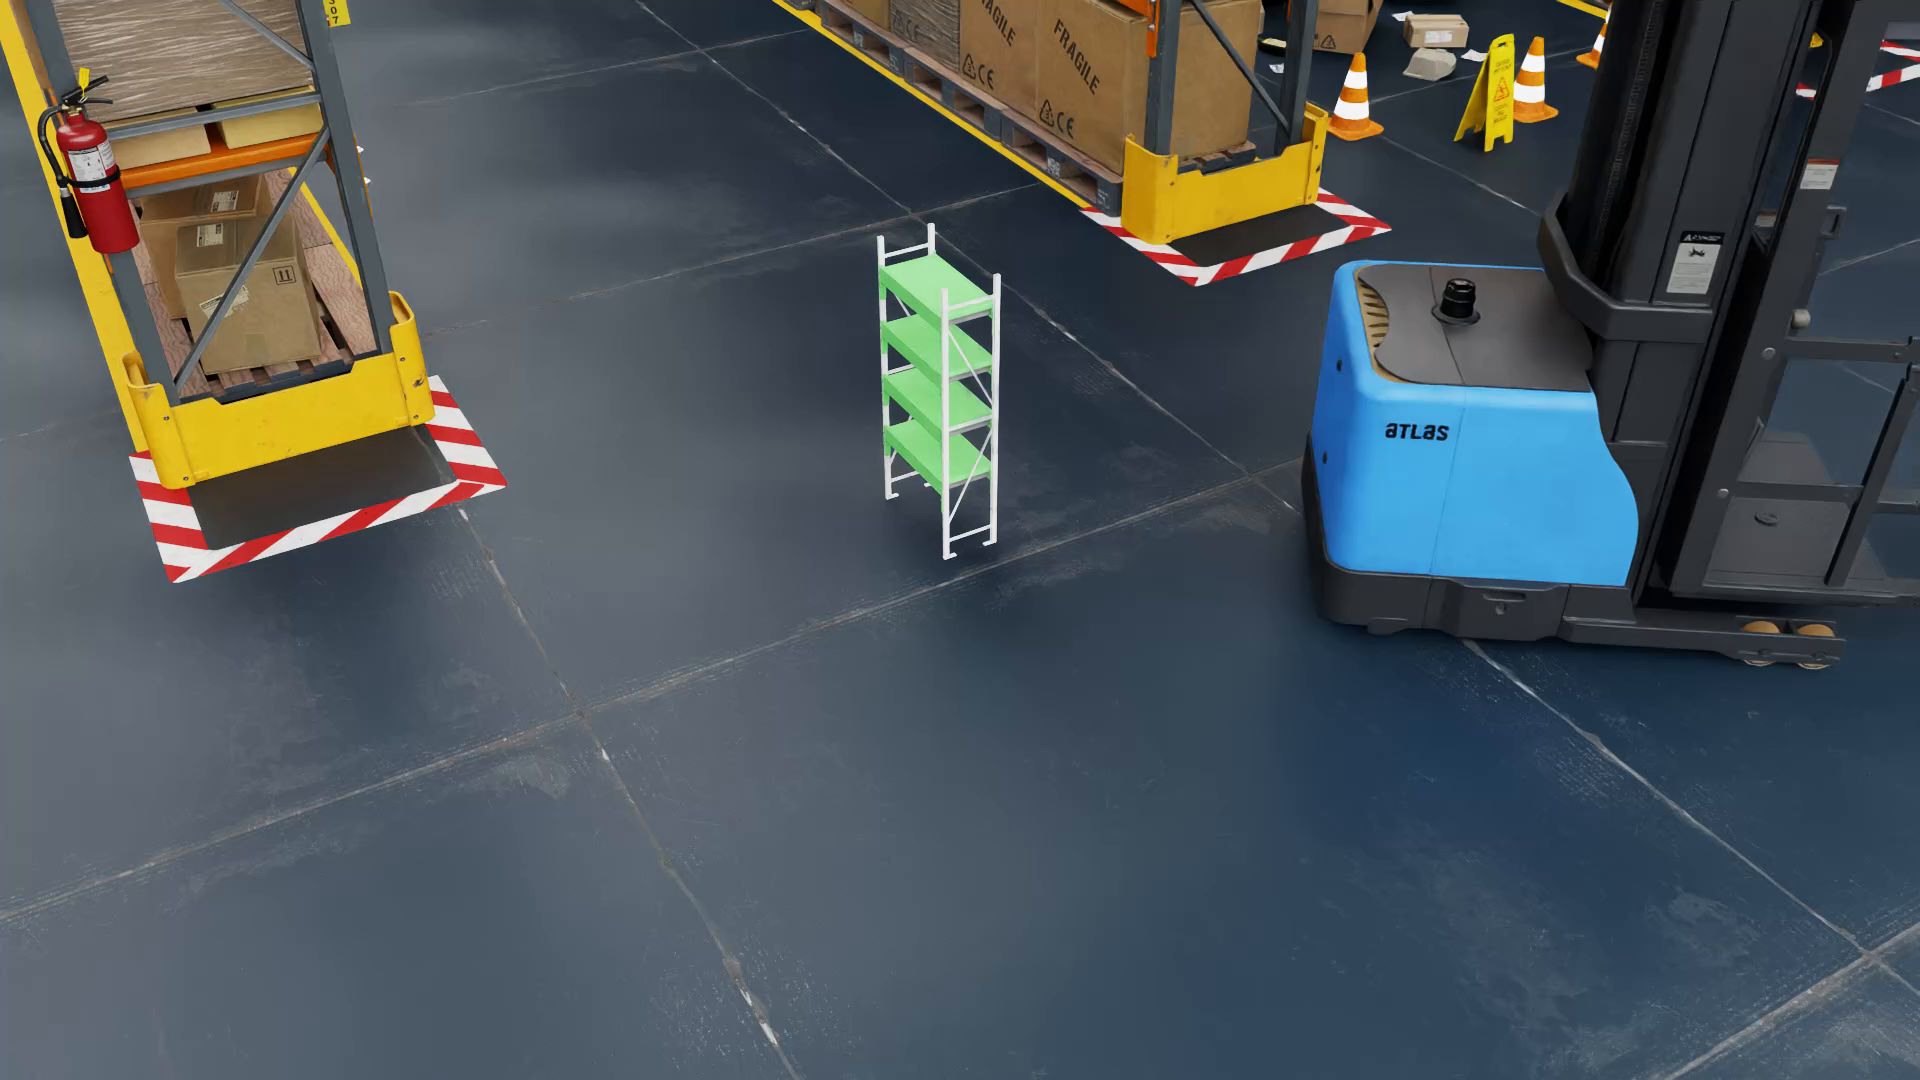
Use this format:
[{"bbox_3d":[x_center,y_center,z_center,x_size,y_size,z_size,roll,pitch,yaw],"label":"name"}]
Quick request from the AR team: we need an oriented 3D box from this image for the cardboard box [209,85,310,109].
[{"bbox_3d":[-2.950,-1.881,6.996,0.380,0.149,0.250,-19,40,-24],"label":"cardboard box"}]

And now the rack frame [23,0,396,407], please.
[{"bbox_3d":[-2.904,-1.634,6.443,1.000,3.000,0.127,-19,40,-24],"label":"rack frame"}]

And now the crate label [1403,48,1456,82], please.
[{"bbox_3d":[3.096,-3.131,10.921,0.298,0.136,0.250,19,40,24],"label":"crate label"}]

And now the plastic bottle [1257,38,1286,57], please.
[{"bbox_3d":[2.124,-3.352,11.288,0.283,0.061,0.133,26,44,31],"label":"plastic bottle"}]

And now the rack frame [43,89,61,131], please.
[{"bbox_3d":[-4.914,-3.673,9.236,1.000,3.000,0.127,-19,40,-24],"label":"rack frame"}]

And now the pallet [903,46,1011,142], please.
[{"bbox_3d":[0.357,-2.932,10.585,1.003,0.211,1.213,-19,40,-24],"label":"pallet"}]

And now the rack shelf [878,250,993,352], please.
[{"bbox_3d":[-0.083,-0.905,6.266,0.258,0.148,0.480,-19,40,-24],"label":"rack shelf"}]

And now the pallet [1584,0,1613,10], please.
[{"bbox_3d":[5.249,-3.908,11.921,1.003,0.211,1.213,-19,40,-24],"label":"pallet"}]

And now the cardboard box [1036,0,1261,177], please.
[{"bbox_3d":[1.038,-2.690,9.335,0.875,0.875,0.875,-19,40,-24],"label":"cardboard box"}]

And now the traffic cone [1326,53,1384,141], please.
[{"bbox_3d":[2.396,-2.719,10.080,0.336,0.463,0.334,-19,40,-24],"label":"traffic cone"}]

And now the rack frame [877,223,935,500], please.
[{"bbox_3d":[-0.206,-0.693,6.682,0.240,1.200,0.015,-19,40,-24],"label":"rack frame"}]

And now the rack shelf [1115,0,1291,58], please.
[{"bbox_3d":[0.431,-3.781,9.994,1.077,0.370,4.000,-19,40,-24],"label":"rack shelf"}]

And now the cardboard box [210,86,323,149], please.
[{"bbox_3d":[-2.841,-1.748,6.813,0.380,0.149,0.250,-19,40,-24],"label":"cardboard box"}]

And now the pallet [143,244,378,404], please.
[{"bbox_3d":[-3.320,-0.971,7.901,1.003,0.211,1.213,-19,40,-24],"label":"pallet"}]

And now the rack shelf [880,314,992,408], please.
[{"bbox_3d":[-0.083,-0.711,6.408,0.258,0.148,0.480,-19,40,-24],"label":"rack shelf"}]

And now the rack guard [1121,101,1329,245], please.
[{"bbox_3d":[1.448,-2.030,9.106,1.175,0.500,0.348,-19,40,-24],"label":"rack guard"}]

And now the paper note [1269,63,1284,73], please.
[{"bbox_3d":[2.137,-3.134,11.016,0.144,0.017,0.142,-6,37,-8],"label":"paper note"}]

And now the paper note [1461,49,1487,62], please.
[{"bbox_3d":[3.469,-3.263,11.192,0.142,0.019,0.148,26,44,31],"label":"paper note"}]

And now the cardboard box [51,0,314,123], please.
[{"bbox_3d":[-3.156,-2.083,6.721,0.875,0.500,0.500,-19,40,-24],"label":"cardboard box"}]

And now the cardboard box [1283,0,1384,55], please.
[{"bbox_3d":[2.593,-3.708,11.400,0.637,0.503,0.797,12,38,16],"label":"cardboard box"}]

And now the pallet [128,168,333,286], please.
[{"bbox_3d":[-3.929,-1.593,8.751,1.003,0.211,1.213,-19,40,-24],"label":"pallet"}]

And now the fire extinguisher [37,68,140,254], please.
[{"bbox_3d":[-3.245,-1.407,6.199,0.296,0.674,0.183,-19,40,-24],"label":"fire extinguisher"}]

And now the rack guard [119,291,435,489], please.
[{"bbox_3d":[-2.942,-0.663,7.234,1.175,0.500,0.348,-19,40,-24],"label":"rack guard"}]

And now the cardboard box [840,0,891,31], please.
[{"bbox_3d":[-0.319,-4.062,11.213,0.875,0.875,0.875,-18,40,-23],"label":"cardboard box"}]

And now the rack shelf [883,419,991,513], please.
[{"bbox_3d":[-0.083,-0.324,6.691,0.258,0.148,0.480,-19,40,-24],"label":"rack shelf"}]

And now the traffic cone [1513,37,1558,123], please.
[{"bbox_3d":[3.544,-2.880,10.301,0.336,0.463,0.334,-19,40,-24],"label":"traffic cone"}]

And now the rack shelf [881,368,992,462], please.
[{"bbox_3d":[-0.083,-0.517,6.549,0.258,0.148,0.480,-19,40,-24],"label":"rack shelf"}]

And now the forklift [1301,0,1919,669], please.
[{"bbox_3d":[2.895,-1.039,5.688,3.031,2.935,1.130,3,36,4],"label":"forklift"}]

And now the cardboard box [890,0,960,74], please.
[{"bbox_3d":[0.137,-3.603,10.586,0.875,0.875,0.875,-19,40,-24],"label":"cardboard box"}]

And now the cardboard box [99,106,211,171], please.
[{"bbox_3d":[-3.226,-1.616,6.633,0.380,0.149,0.250,-19,40,-24],"label":"cardboard box"}]

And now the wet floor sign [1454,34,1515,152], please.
[{"bbox_3d":[3.162,-2.673,9.863,0.267,0.644,0.232,-26,44,-31],"label":"wet floor sign"}]

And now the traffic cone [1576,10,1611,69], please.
[{"bbox_3d":[4.333,-3.383,10.989,0.336,0.463,0.334,-19,40,-24],"label":"traffic cone"}]

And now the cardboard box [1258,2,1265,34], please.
[{"bbox_3d":[1.882,-3.657,11.532,0.396,0.266,0.258,-12,38,-16],"label":"cardboard box"}]

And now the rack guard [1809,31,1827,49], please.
[{"bbox_3d":[5.626,-3.599,11.254,1.175,0.500,0.348,-19,40,-24],"label":"rack guard"}]

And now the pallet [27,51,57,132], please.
[{"bbox_3d":[-5.306,-2.944,10.602,1.003,0.211,1.213,-19,40,-24],"label":"pallet"}]

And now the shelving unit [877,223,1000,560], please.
[{"bbox_3d":[-0.083,-0.569,6.512,0.258,1.200,0.503,-19,40,-24],"label":"shelving unit"}]

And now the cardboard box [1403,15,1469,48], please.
[{"bbox_3d":[3.260,-3.488,11.400,0.380,0.149,0.250,0,36,0],"label":"cardboard box"}]

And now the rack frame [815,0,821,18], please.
[{"bbox_3d":[-0.574,-5.092,11.178,1.000,3.000,0.127,-19,40,-24],"label":"rack frame"}]

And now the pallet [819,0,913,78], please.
[{"bbox_3d":[-0.260,-3.555,11.438,1.003,0.211,1.213,-19,40,-24],"label":"pallet"}]

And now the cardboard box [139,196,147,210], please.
[{"bbox_3d":[-3.831,-1.737,8.348,0.500,0.500,0.500,-15,39,-20],"label":"cardboard box"}]

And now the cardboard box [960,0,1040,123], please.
[{"bbox_3d":[0.594,-3.138,9.948,0.875,0.875,0.875,-20,40,-25],"label":"cardboard box"}]

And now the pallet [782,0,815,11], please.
[{"bbox_3d":[-1.027,-4.337,12.509,1.003,0.211,1.213,-19,40,-24],"label":"pallet"}]

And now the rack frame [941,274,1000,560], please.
[{"bbox_3d":[0.039,-0.445,6.341,0.240,1.200,0.015,-19,40,-24],"label":"rack frame"}]

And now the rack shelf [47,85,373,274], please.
[{"bbox_3d":[-3.909,-2.363,8.052,1.077,0.370,4.000,-19,40,-24],"label":"rack shelf"}]

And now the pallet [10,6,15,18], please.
[{"bbox_3d":[-6.532,-4.188,12.306,1.003,0.211,1.213,-19,40,-24],"label":"pallet"}]

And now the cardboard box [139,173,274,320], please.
[{"bbox_3d":[-3.533,-1.412,7.903,0.500,0.500,0.500,-9,37,-12],"label":"cardboard box"}]

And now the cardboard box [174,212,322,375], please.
[{"bbox_3d":[-3.203,-1.117,7.500,0.500,0.500,0.500,-12,38,-16],"label":"cardboard box"}]

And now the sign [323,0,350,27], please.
[{"bbox_3d":[-2.435,-2.144,6.408,0.100,0.325,0.005,-19,40,-24],"label":"sign"}]

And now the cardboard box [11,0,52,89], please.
[{"bbox_3d":[-3.511,-2.302,7.022,0.875,0.500,0.500,-19,40,-24],"label":"cardboard box"}]

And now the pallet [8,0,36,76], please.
[{"bbox_3d":[-5.923,-3.567,11.455,1.003,0.211,1.213,-19,40,-24],"label":"pallet"}]

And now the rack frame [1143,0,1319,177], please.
[{"bbox_3d":[1.435,-3.052,8.385,1.000,3.000,0.127,-19,40,-24],"label":"rack frame"}]

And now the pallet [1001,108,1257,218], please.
[{"bbox_3d":[0.966,-2.310,9.734,1.003,0.211,1.213,-19,40,-24],"label":"pallet"}]

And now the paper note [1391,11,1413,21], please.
[{"bbox_3d":[3.172,-3.736,11.850,0.148,0.019,0.142,-6,37,-8],"label":"paper note"}]
